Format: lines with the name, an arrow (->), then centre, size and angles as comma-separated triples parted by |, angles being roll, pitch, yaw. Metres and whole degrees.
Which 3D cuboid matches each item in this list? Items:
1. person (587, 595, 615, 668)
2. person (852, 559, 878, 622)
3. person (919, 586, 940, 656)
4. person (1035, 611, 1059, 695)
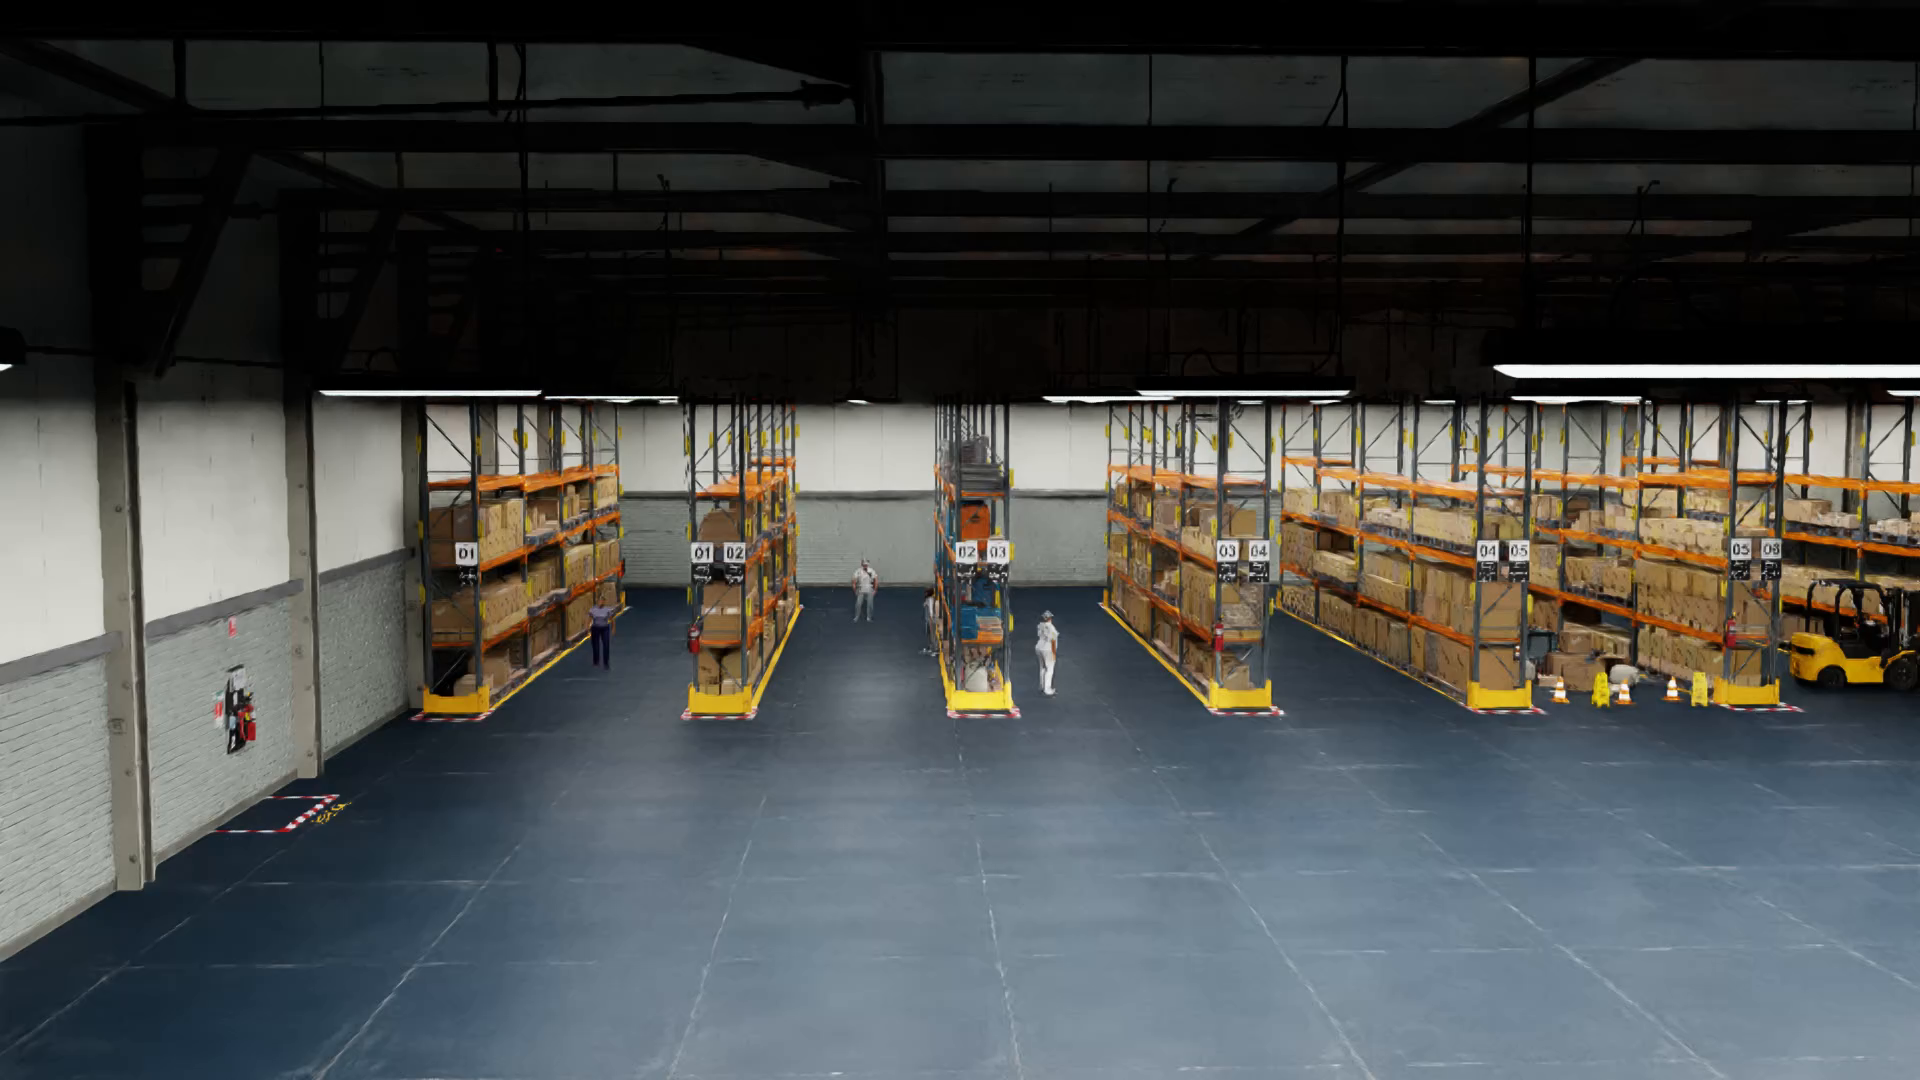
person -> -7.907, 1.996, 36.639 | 0.607, 1.599, 0.664 | -1, 5, -11
person -> -2.536, 1.328, 44.265 | 0.682, 1.715, 0.542 | 0, 5, -4
person -> -0.697, 1.845, 38.284 | 0.473, 1.597, 0.600 | 0, 5, -6
person -> 1.754, 2.233, 33.096 | 0.450, 1.667, 0.527 | -3, 5, -30
